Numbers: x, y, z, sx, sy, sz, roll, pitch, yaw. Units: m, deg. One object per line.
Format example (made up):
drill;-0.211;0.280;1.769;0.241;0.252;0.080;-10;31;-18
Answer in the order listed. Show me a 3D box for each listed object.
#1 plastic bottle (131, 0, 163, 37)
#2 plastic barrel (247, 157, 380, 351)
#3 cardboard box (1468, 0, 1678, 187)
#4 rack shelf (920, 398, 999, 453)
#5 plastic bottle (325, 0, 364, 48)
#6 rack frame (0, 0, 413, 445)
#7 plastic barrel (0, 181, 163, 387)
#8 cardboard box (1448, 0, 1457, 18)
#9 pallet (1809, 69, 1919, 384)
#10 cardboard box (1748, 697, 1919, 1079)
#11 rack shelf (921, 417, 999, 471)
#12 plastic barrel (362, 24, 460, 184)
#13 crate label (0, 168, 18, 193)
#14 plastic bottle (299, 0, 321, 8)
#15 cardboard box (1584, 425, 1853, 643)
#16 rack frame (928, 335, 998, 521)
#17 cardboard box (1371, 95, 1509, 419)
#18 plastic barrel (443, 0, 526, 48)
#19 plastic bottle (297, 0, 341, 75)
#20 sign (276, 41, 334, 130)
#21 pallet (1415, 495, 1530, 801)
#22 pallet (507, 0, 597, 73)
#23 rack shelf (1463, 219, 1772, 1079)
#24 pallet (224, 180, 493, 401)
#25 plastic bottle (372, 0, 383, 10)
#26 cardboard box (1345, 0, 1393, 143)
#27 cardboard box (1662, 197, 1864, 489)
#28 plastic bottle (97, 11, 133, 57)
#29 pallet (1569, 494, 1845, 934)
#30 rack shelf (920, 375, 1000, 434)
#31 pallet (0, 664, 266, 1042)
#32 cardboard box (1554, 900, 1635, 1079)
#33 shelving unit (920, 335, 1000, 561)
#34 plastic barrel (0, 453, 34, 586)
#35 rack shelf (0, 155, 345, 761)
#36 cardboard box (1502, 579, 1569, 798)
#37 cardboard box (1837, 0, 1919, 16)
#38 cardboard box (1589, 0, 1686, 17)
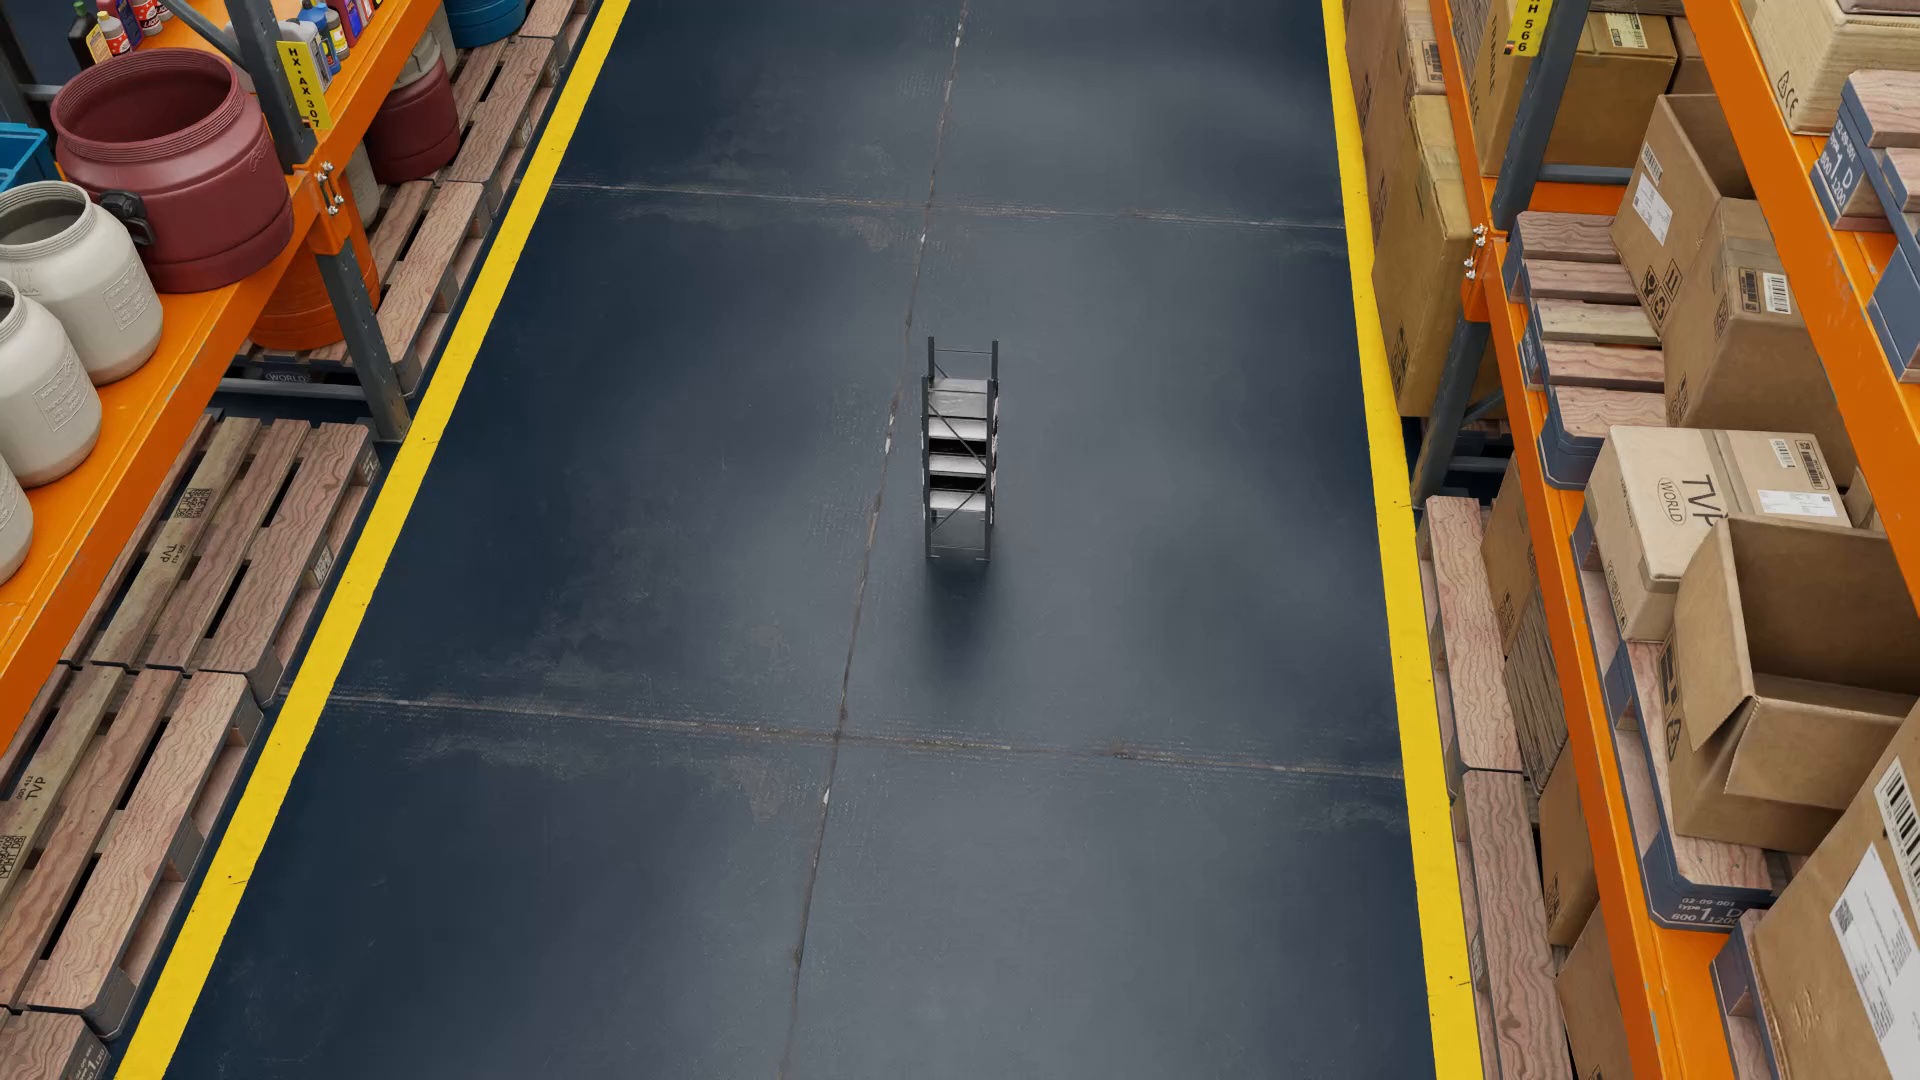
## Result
plastic bottle;-3.040;-1.981;6.163;0.097;0.201;0.097;0;48;0
plastic barrel;-2.674;-1.239;6.536;0.600;0.830;0.708;4;48;4
cardboard box;2.029;-1.549;5.566;0.500;0.500;0.500;5;48;5
rack shelf;0.001;-0.409;5.815;0.258;0.077;0.200;4;48;4
plastic bottle;-2.265;-1.964;6.093;0.061;0.283;0.133;4;48;4
rack frame;-2.702;-1.469;5.560;1.000;3.000;0.127;4;48;4
plastic barrel;-2.583;-0.736;4.815;0.421;0.512;0.421;0;48;0
cardboard box;2.124;-2.296;6.250;0.500;0.500;0.500;2;48;2
pallet;2.120;-0.354;2.635;1.213;0.211;1.003;4;48;4
cardboard box;2.078;0.885;2.716;1.000;1.000;1.000;4;48;4
rack shelf;0.001;-0.348;5.882;0.258;0.077;0.200;4;48;4
plastic barrel;-2.571;-1.987;7.384;0.600;0.588;0.708;4;48;4
crate label;-3.062;-0.769;4.896;0.502;0.435;0.616;4;48;4
plastic bottle;-2.424;-2.033;6.211;0.097;0.201;0.097;0;48;0
cardboard box;1.849;-0.011;4.044;0.500;0.250;0.500;3;48;2
rack frame;0.010;-0.384;5.992;0.240;0.900;0.006;4;48;4
cardboard box;2.314;-1.066;6.347;1.225;0.875;0.875;2;48;2
plastic barrel;-2.468;-2.923;8.028;0.600;0.901;0.708;4;48;4
plastic bottle;-2.303;-1.805;5.955;0.097;0.271;0.097;0;48;0
sign;-2.153;-1.492;5.471;0.100;0.325;0.005;4;48;4
pallet;2.158;0.380;5.760;1.003;0.211;1.213;4;48;4
pallet;-2.449;-2.903;8.762;1.003;0.211;1.213;4;48;4
rack shelf;2.048;0.577;4.177;1.077;0.370;4.000;4;48;4
pallet;-2.671;-1.110;7.122;1.003;0.211;1.213;4;48;4
plastic bottle;-2.241;-2.161;6.273;0.061;0.283;0.133;4;48;4
cardboard box;2.476;-2.371;7.541;1.225;0.875;0.875;2;48;2
cardboard box;2.270;-0.495;4.317;0.700;0.500;0.500;10;48;9
plastic bottle;-3.061;-1.811;6.008;0.097;0.201;0.097;0;48;0
pallet;2.091;0.387;3.994;1.003;0.211;1.213;4;48;4
rack shelf;0.001;-0.469;5.749;0.258;0.077;0.200;4;48;4
pallet;-2.925;0.933;5.253;1.003;0.211;1.213;4;48;4
cardboard box;2.056;1.289;4.434;0.700;0.500;0.500;0;48;0
shelving unit;0.001;-0.310;5.923;0.258;0.900;0.210;4;48;4
plastic barrel;-2.655;-0.121;4.235;0.433;0.535;0.433;0;48;0
rack shelf;-2.884;0.244;4.482;1.077;0.370;4.000;4;48;4
cardboard box;2.152;0.462;5.191;0.700;0.500;0.500;0;48;0
cardboard box;1.843;-1.280;2.948;0.500;0.500;0.500;3;48;2
cardboard box;2.313;-2.044;5.339;0.797;0.503;0.637;5;48;5
